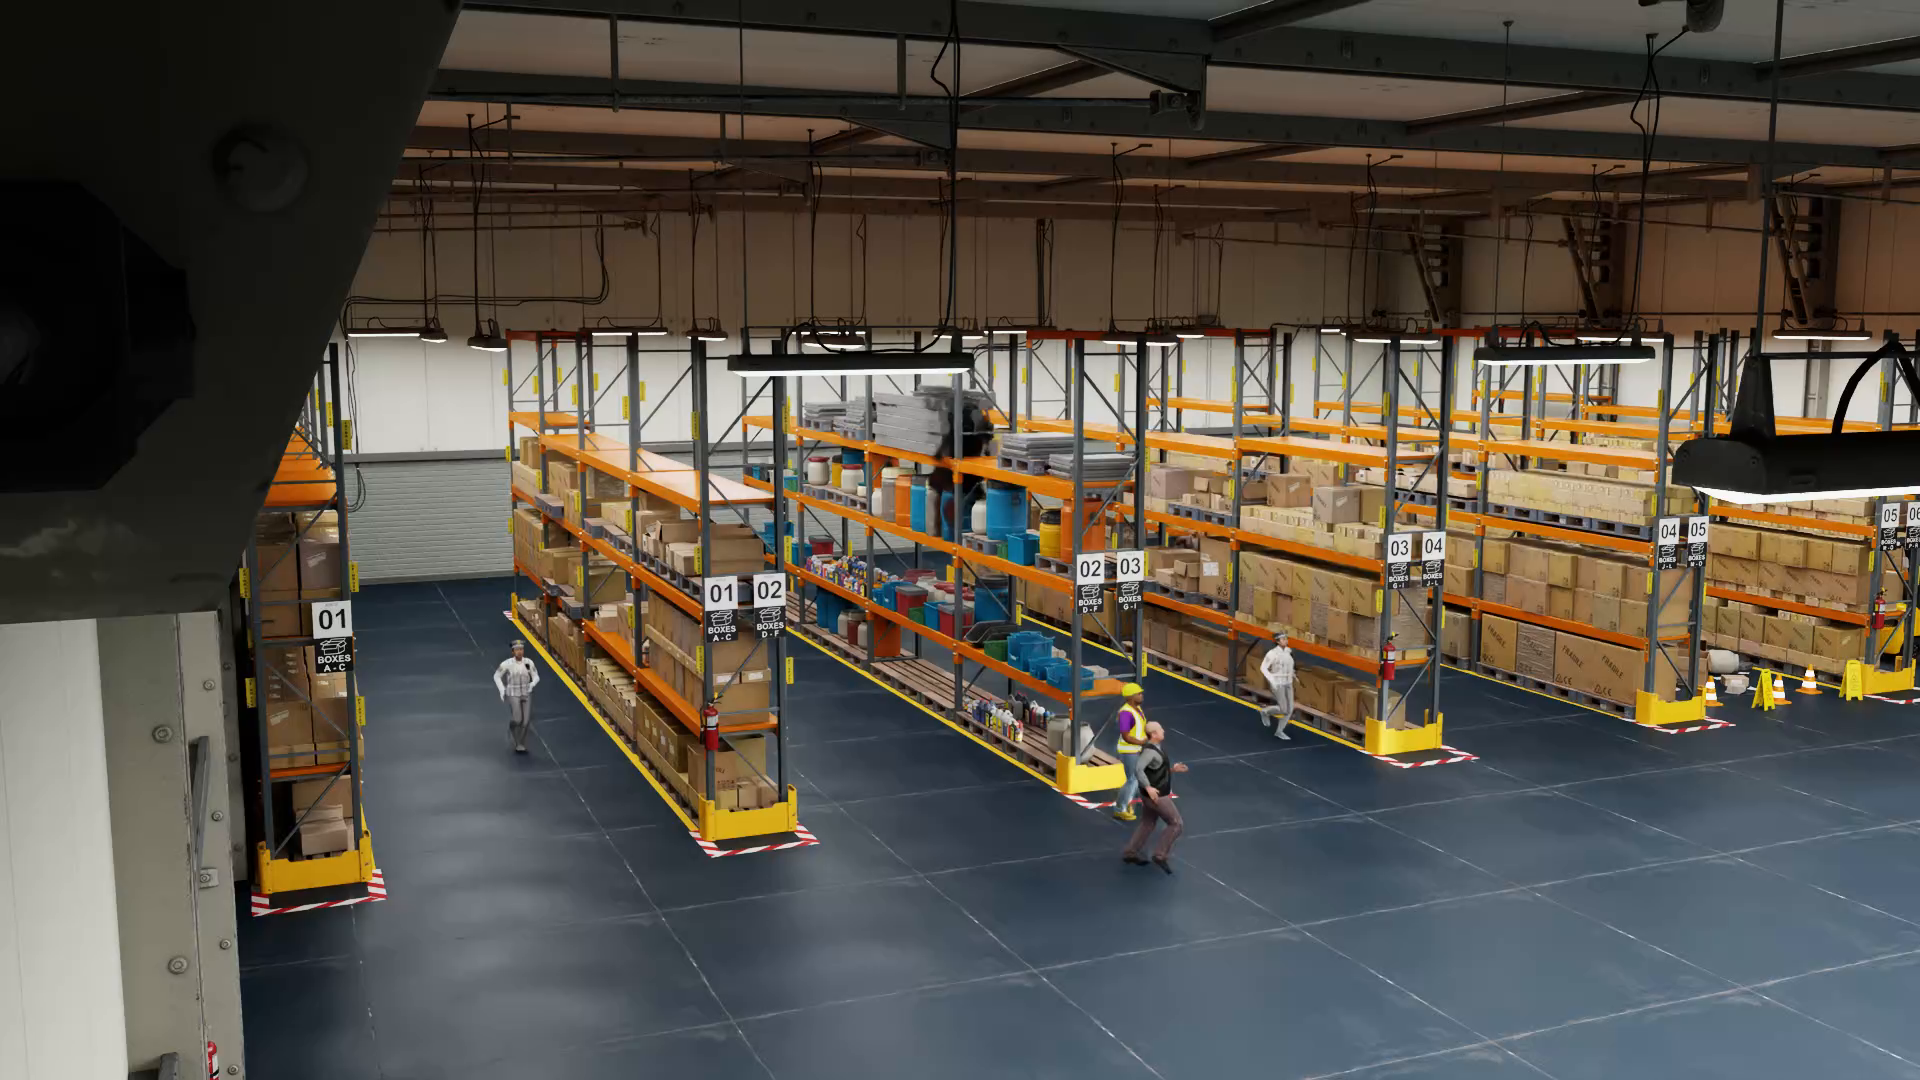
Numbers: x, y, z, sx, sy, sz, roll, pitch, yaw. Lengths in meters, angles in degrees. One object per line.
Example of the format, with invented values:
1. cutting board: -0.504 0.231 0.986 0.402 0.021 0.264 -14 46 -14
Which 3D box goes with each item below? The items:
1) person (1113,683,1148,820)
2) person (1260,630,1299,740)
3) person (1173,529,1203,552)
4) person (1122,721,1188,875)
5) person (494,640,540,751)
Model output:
1. person: 2.218 2.646 20.868 0.592 1.730 0.745 3 8 24
2. person: 4.787 2.145 24.889 0.615 1.657 0.555 -5 9 -33
3. person: 5.017 0.565 36.105 0.674 1.845 0.952 -3 9 -24
4. person: 2.225 2.927 18.894 0.729 1.756 0.627 0 8 -2
5. person: -6.352 2.257 24.009 0.612 1.645 0.541 -5 9 -30
